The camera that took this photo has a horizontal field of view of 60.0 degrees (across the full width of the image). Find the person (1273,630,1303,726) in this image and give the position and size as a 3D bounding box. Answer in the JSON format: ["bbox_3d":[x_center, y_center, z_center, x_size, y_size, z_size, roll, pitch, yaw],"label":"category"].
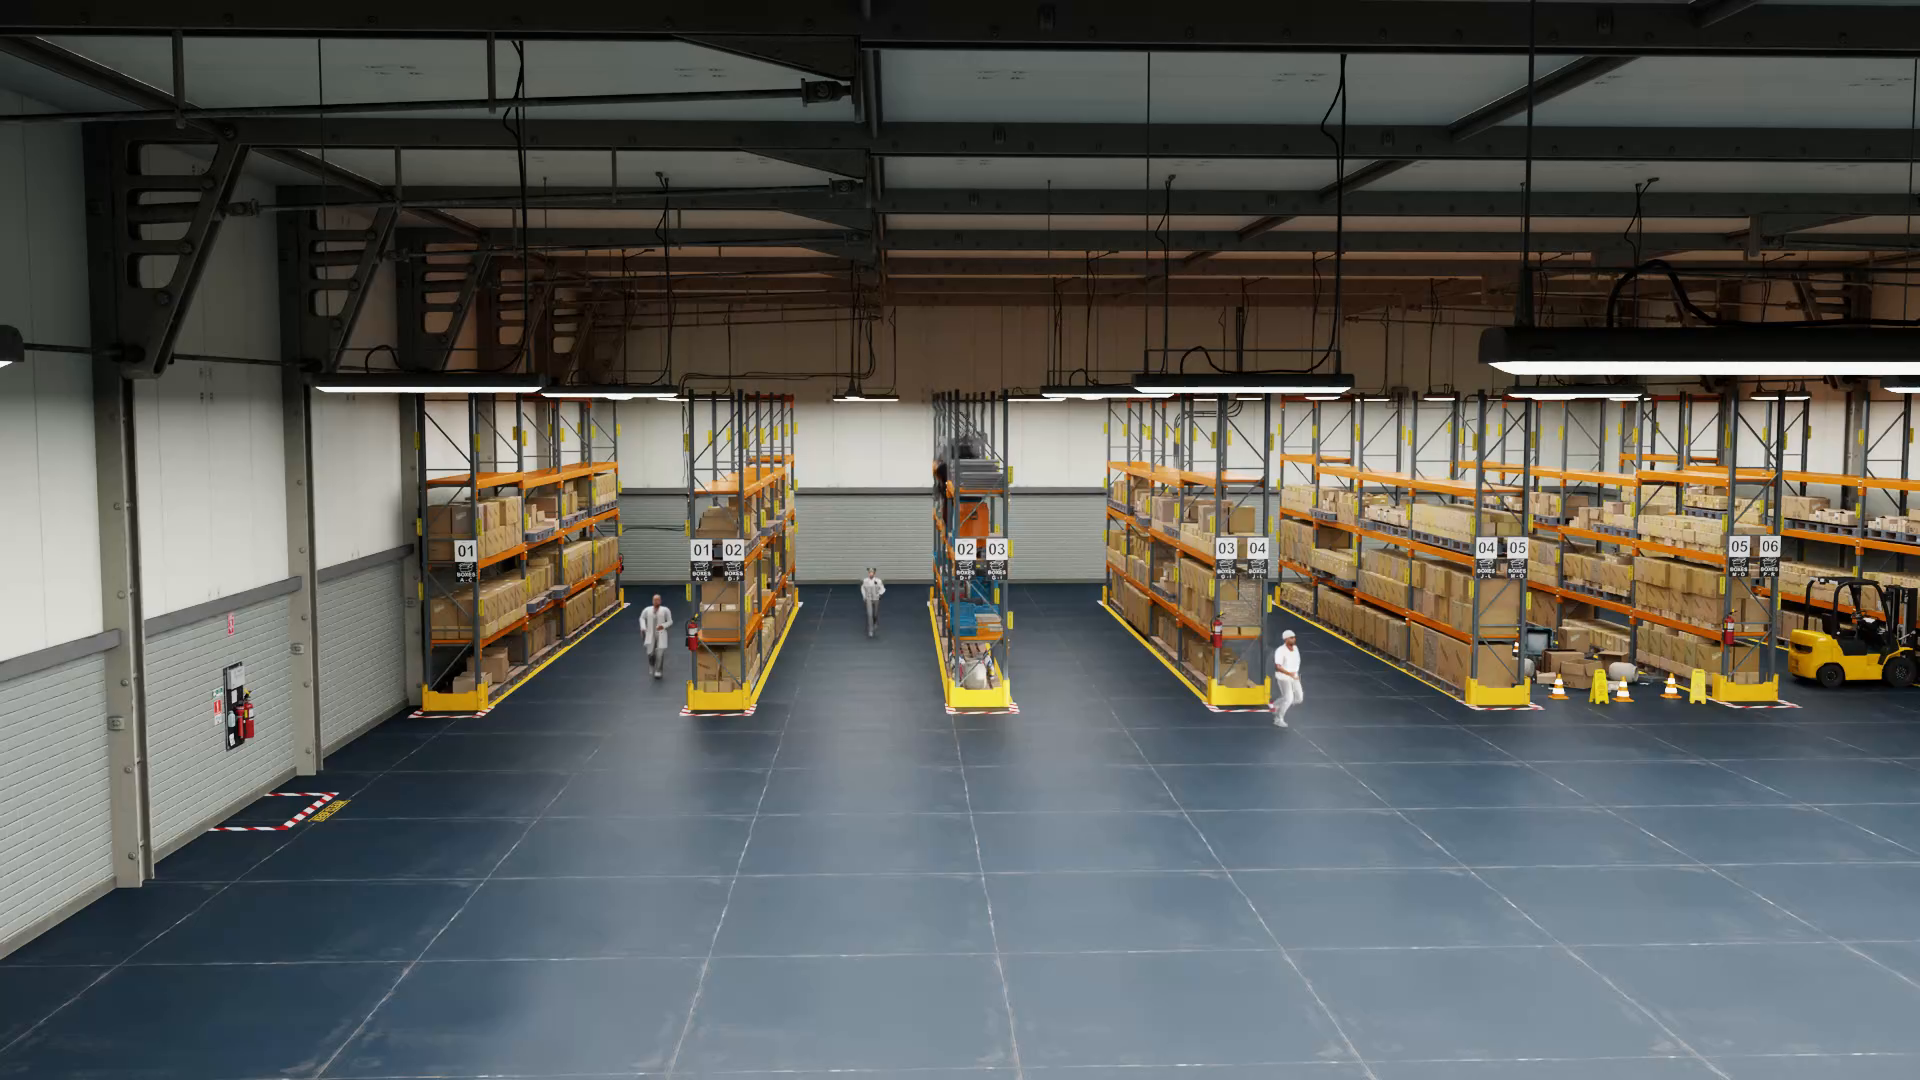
[{"bbox_3d":[5.855,2.456,29.600,0.735,1.723,0.648,-4,6,-43],"label":"person"}]

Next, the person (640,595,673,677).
[{"bbox_3d":[-6.350,2.015,34.705,0.704,1.734,0.653,0,5,-5],"label":"person"}]

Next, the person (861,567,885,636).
[{"bbox_3d":[-2.150,1.499,41.154,0.610,1.694,0.839,0,5,1],"label":"person"}]
